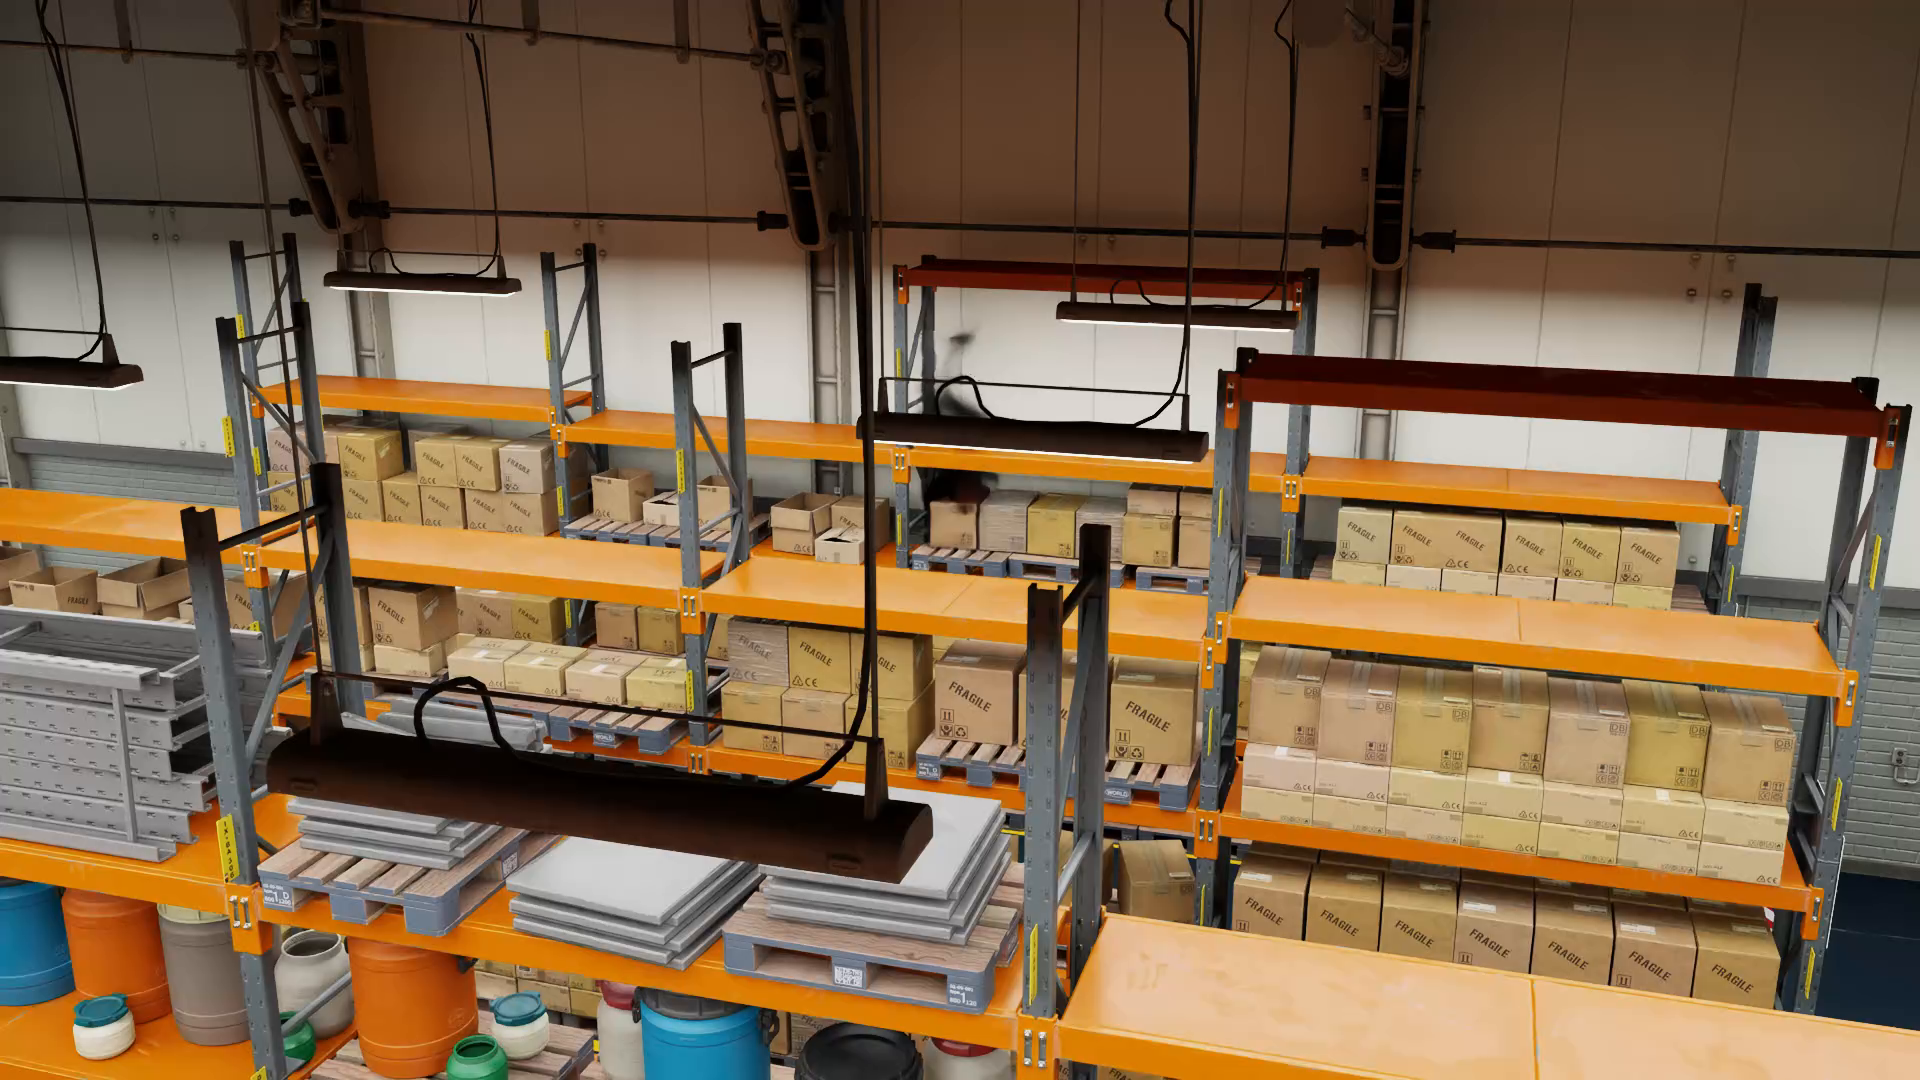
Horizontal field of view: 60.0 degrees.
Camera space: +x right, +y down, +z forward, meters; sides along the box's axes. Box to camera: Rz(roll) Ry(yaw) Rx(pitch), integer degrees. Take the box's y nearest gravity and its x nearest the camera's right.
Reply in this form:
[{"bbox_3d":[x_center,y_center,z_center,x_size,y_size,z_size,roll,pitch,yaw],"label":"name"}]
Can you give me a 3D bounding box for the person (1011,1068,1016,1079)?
[{"bbox_3d":[0.382,4.235,11.014,0.895,1.651,0.599,3,16,9],"label":"person"}]
